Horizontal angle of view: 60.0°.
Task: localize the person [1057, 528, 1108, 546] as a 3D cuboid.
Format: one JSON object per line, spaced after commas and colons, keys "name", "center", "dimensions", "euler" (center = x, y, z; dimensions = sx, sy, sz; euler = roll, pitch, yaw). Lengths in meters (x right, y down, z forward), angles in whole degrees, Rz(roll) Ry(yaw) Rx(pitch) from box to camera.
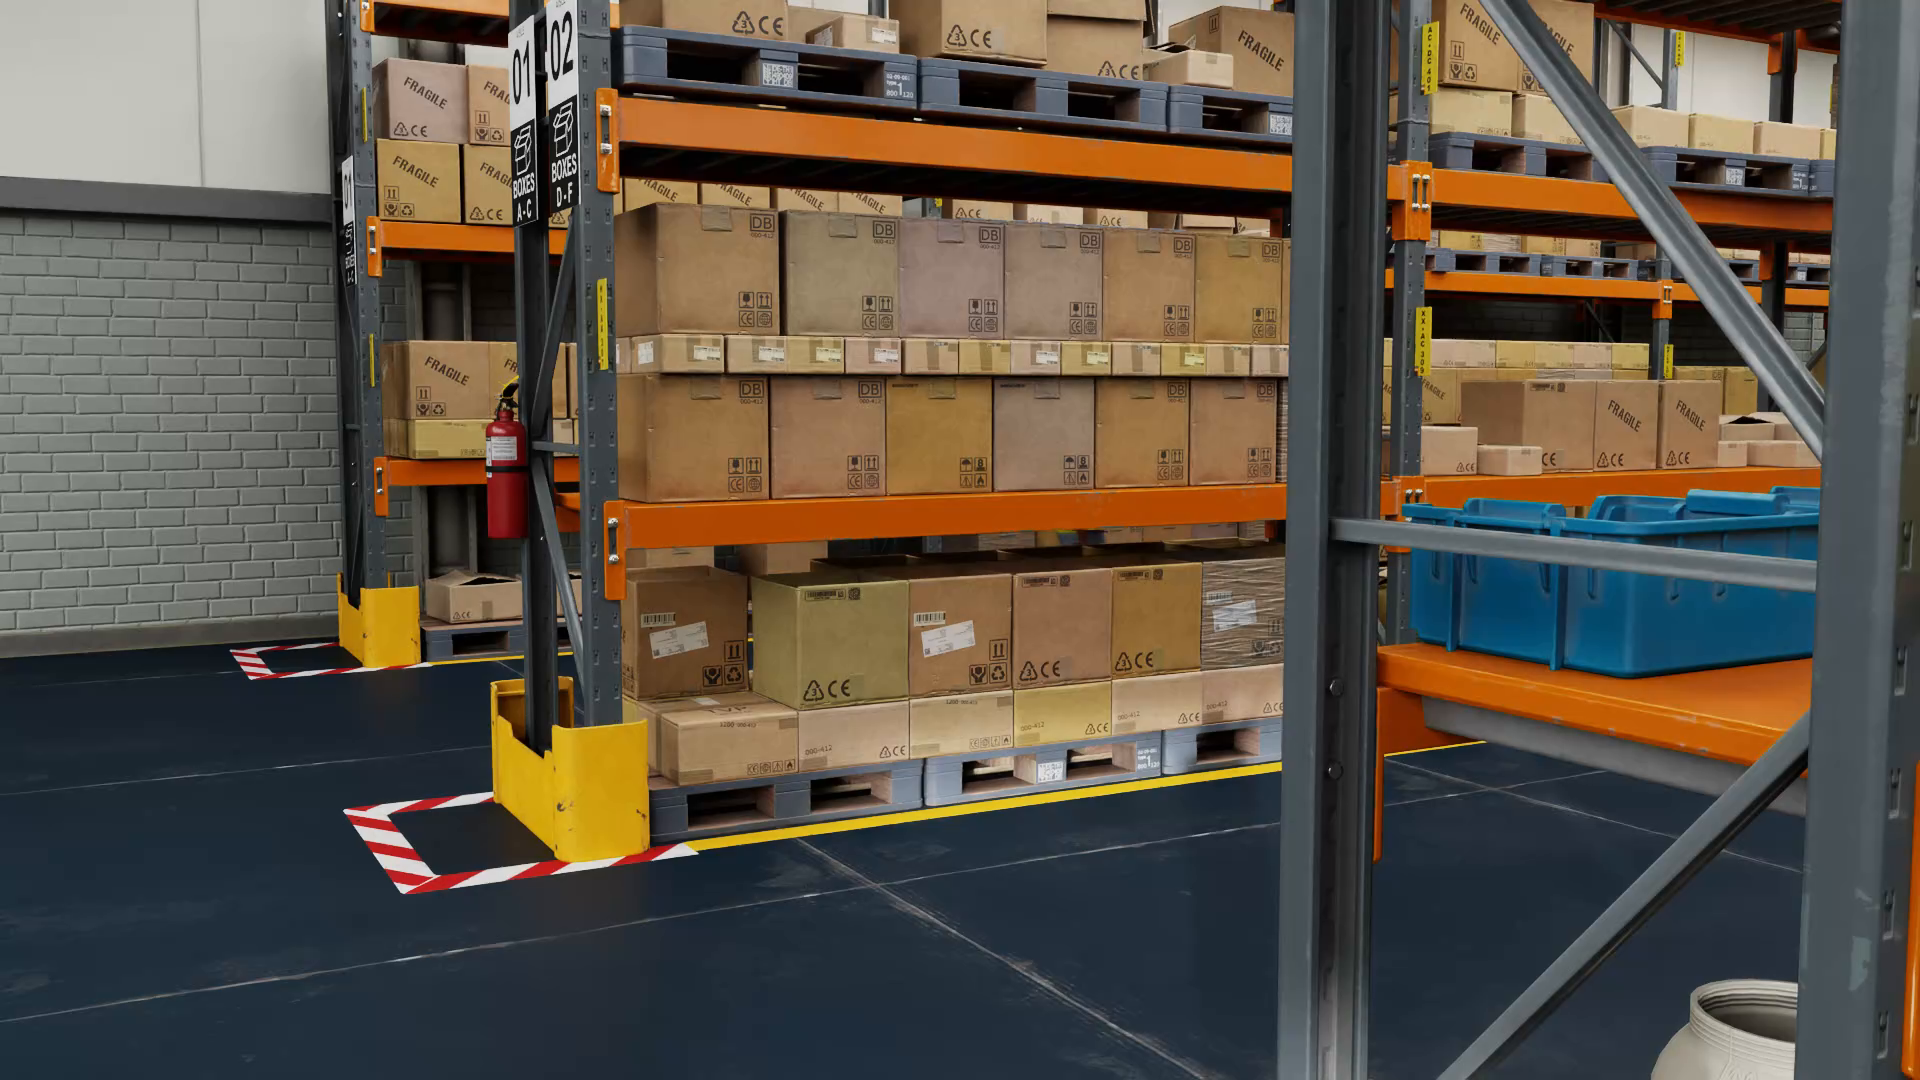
{"name": "person", "center": [0.705, -0.042, 9.884], "dimensions": [0.562, 1.765, 0.665], "euler": [-1, 5, -8]}
